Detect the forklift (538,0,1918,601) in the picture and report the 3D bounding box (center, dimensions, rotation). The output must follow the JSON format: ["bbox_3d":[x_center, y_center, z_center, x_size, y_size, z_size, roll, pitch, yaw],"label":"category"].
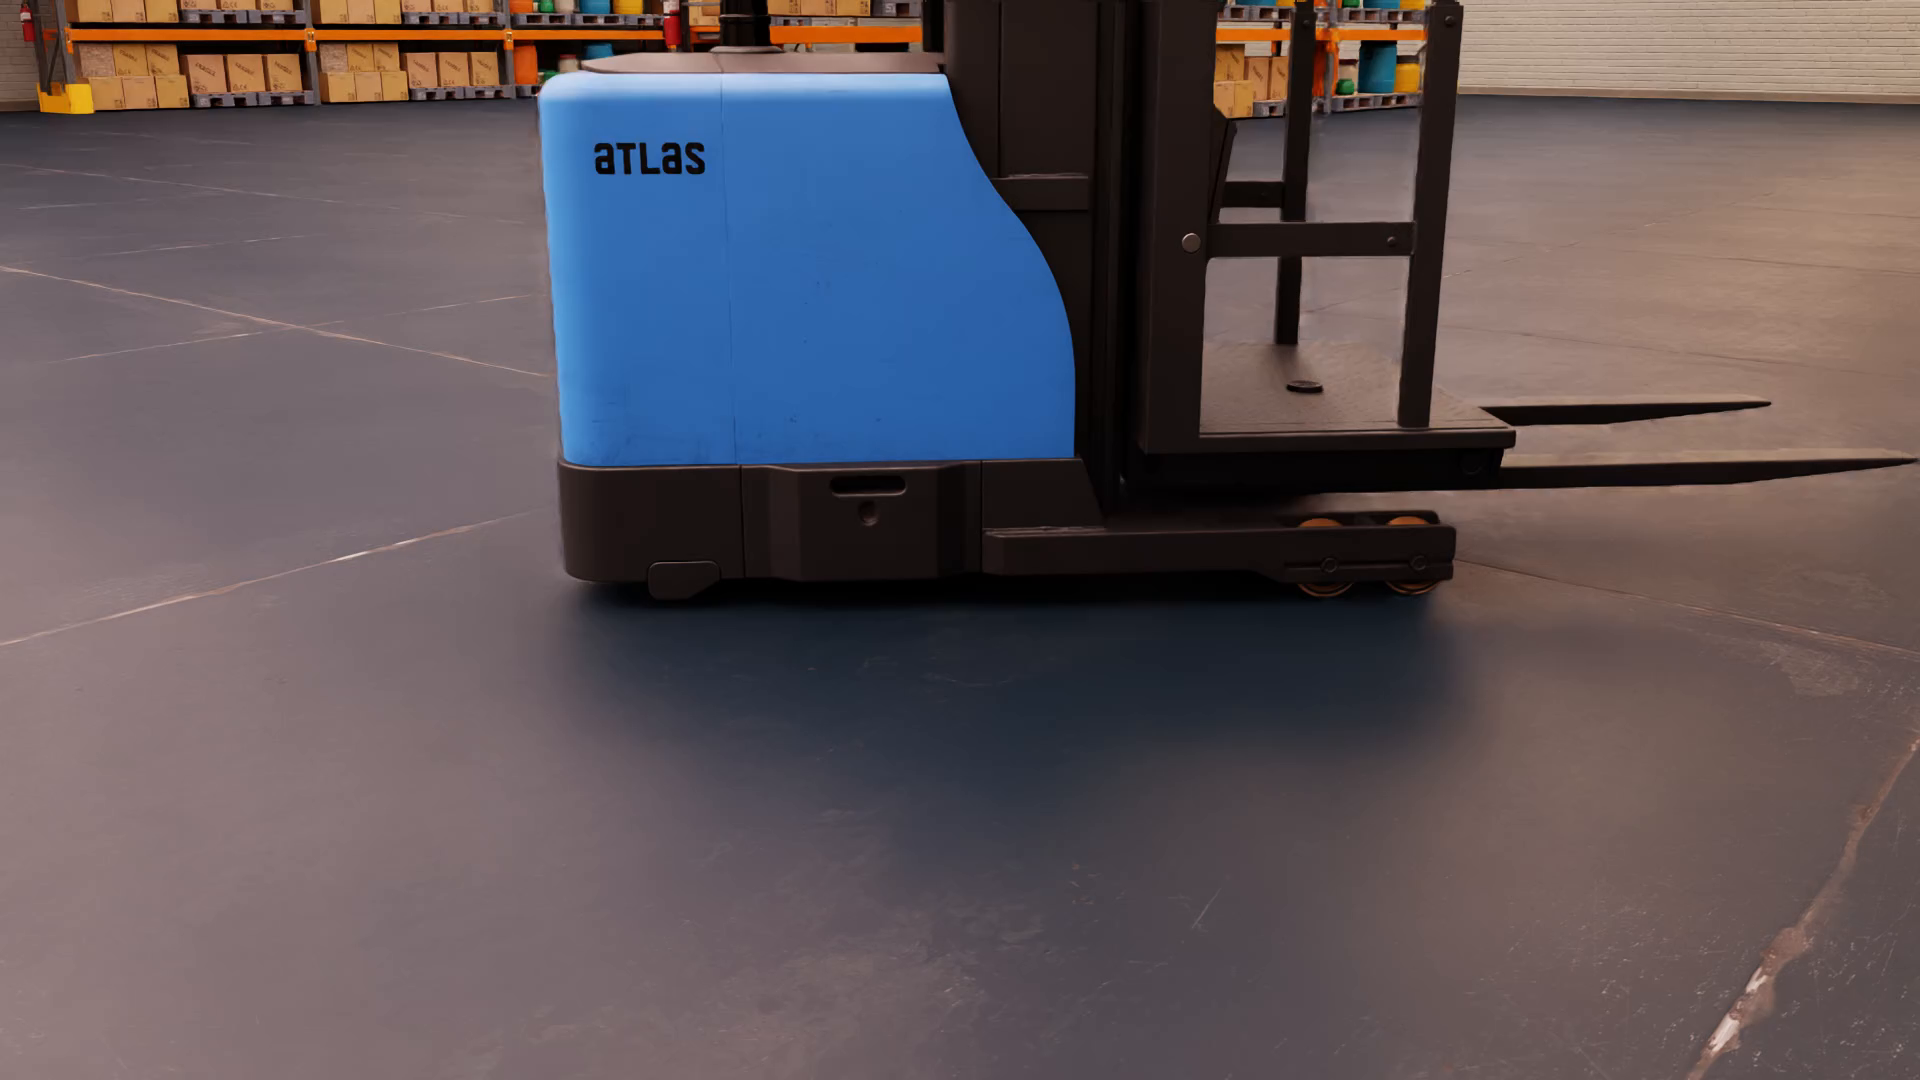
[{"bbox_3d":[0.644,-1.433,3.615,3.031,2.935,1.130,-1,17,-5],"label":"forklift"}]
